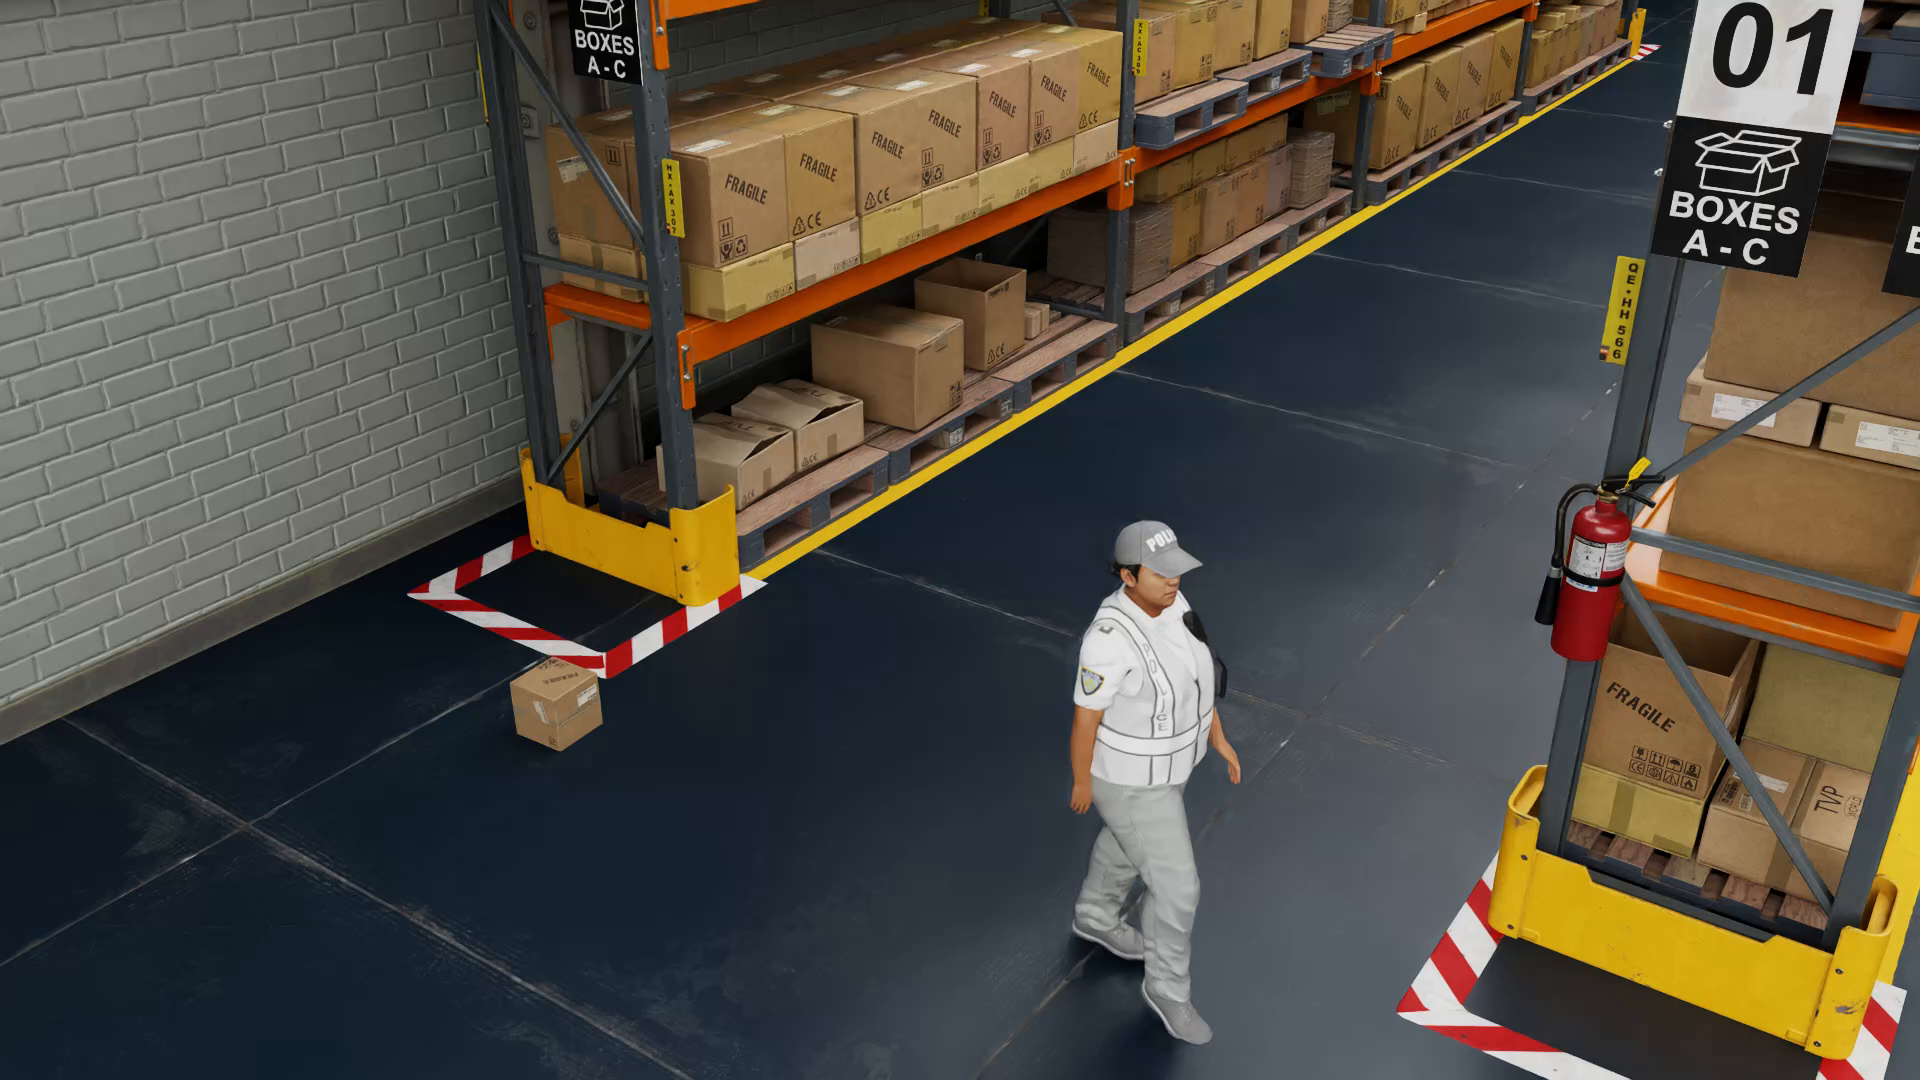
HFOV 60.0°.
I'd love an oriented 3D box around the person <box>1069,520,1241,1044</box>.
[{"bbox_3d":[0.631,0.739,5.208,0.626,1.719,0.479,16,31,28],"label":"person"}]
